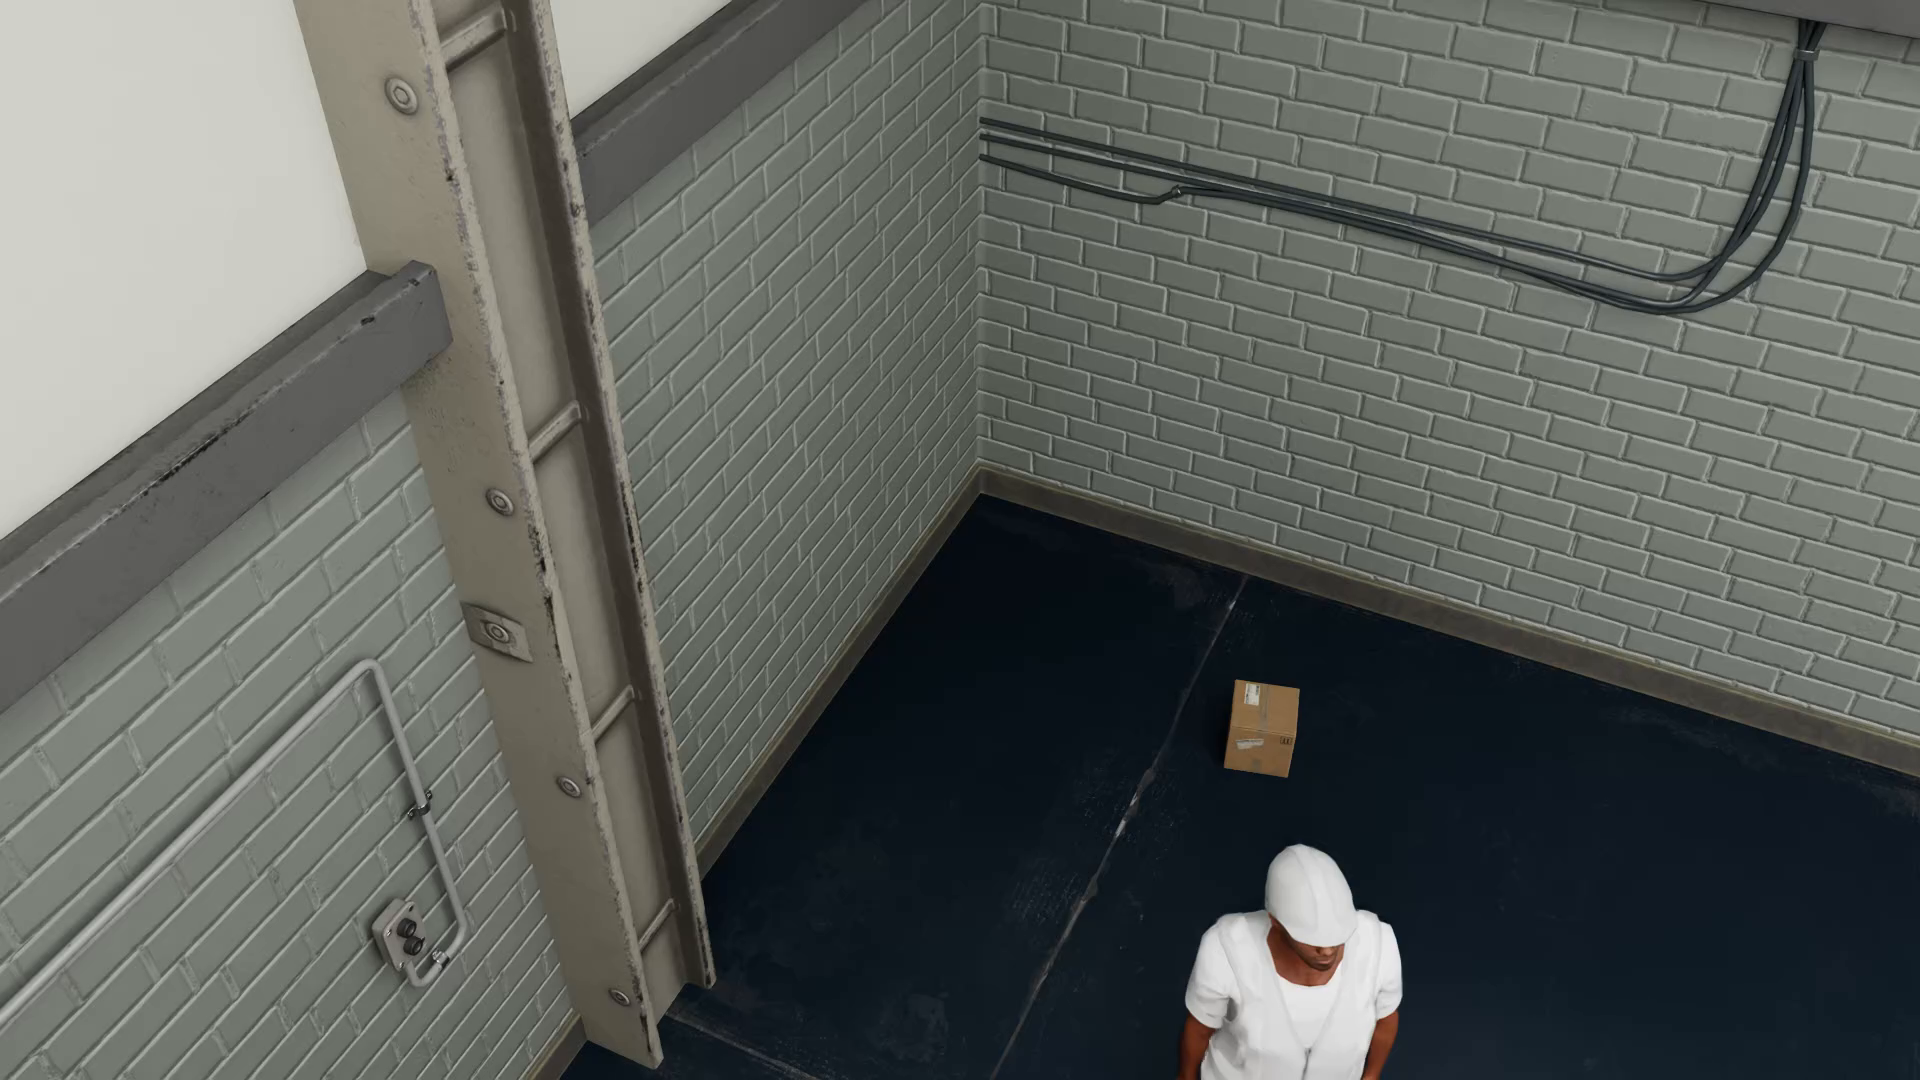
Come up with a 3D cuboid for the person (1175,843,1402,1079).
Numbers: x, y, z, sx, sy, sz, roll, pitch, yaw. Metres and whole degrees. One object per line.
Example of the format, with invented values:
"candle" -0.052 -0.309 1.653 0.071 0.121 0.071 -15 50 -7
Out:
"person" 0.876 1.447 4.543 0.588 1.748 0.679 -1 42 -1
